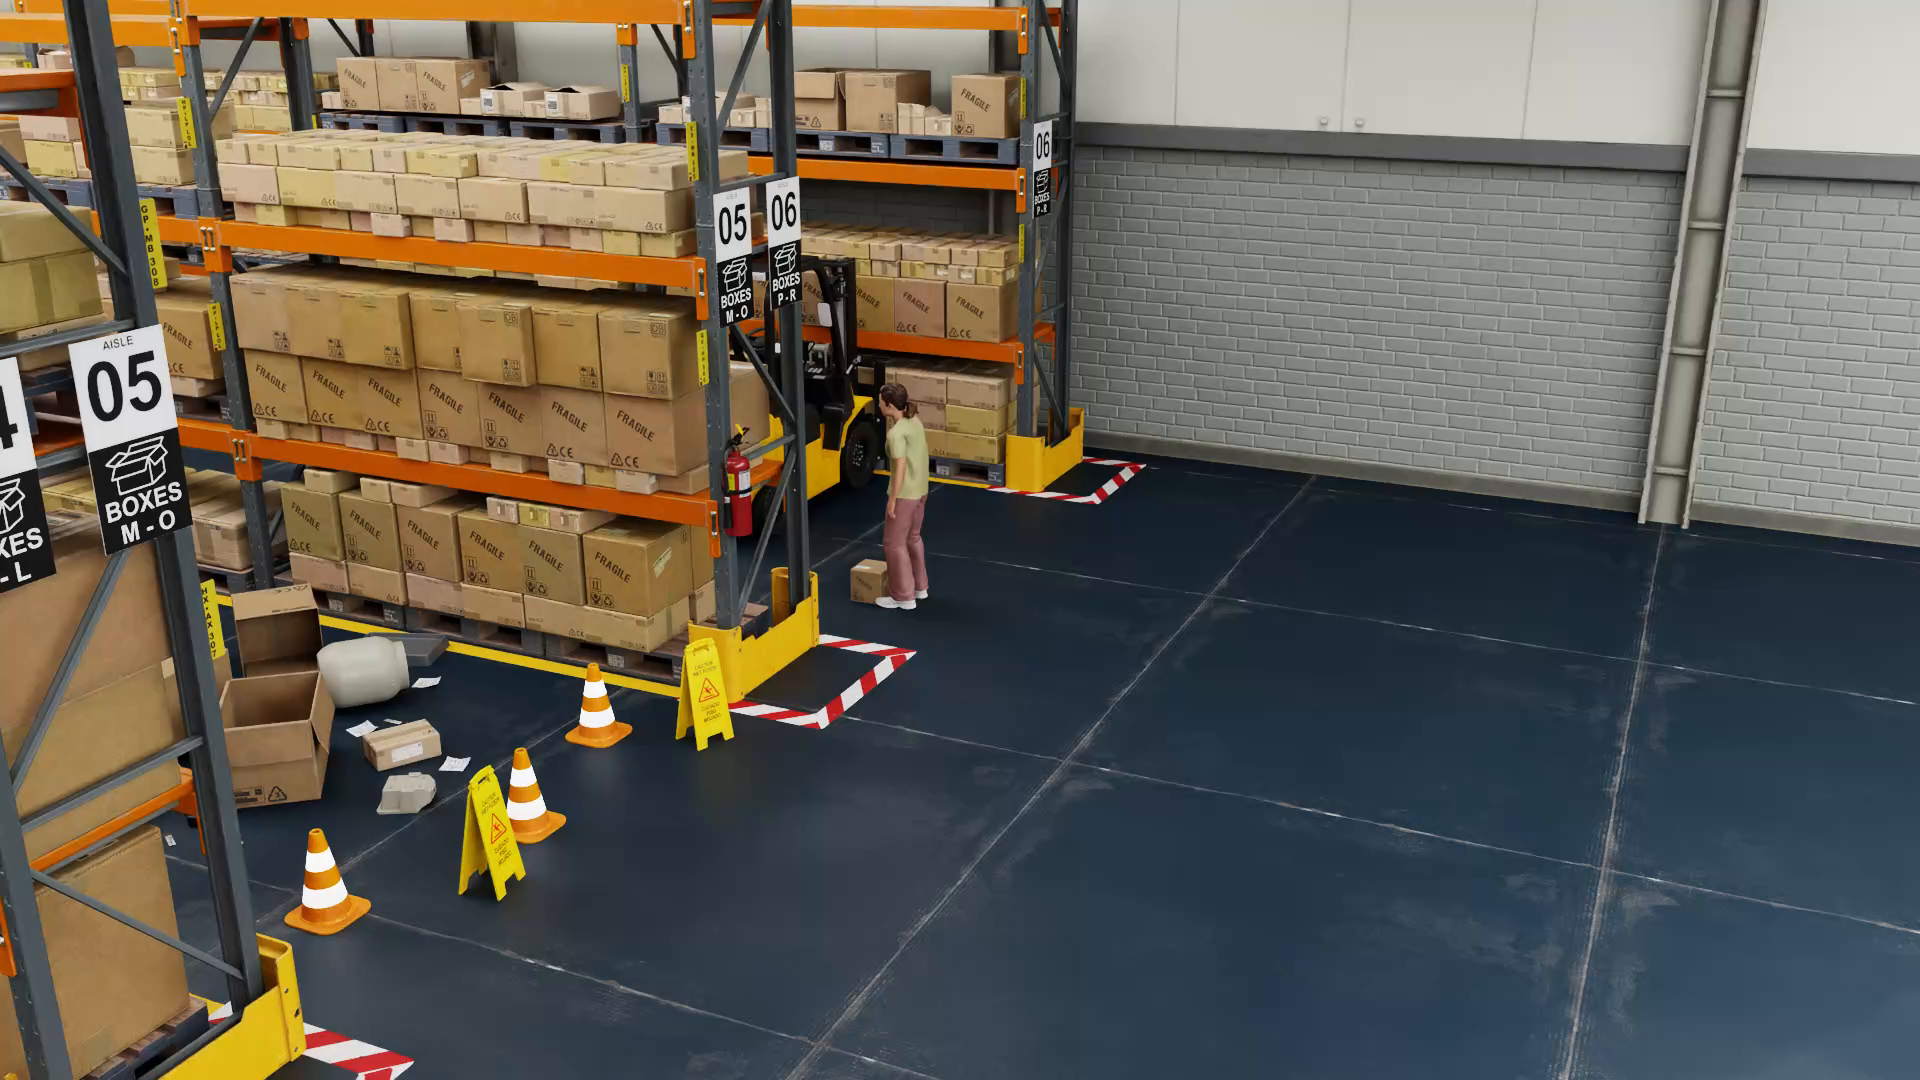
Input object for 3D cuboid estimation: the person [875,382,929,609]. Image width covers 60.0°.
[{"bbox_3d":[-0.413,-0.327,12.015,0.359,1.671,0.516,7,20,20],"label":"person"}]
